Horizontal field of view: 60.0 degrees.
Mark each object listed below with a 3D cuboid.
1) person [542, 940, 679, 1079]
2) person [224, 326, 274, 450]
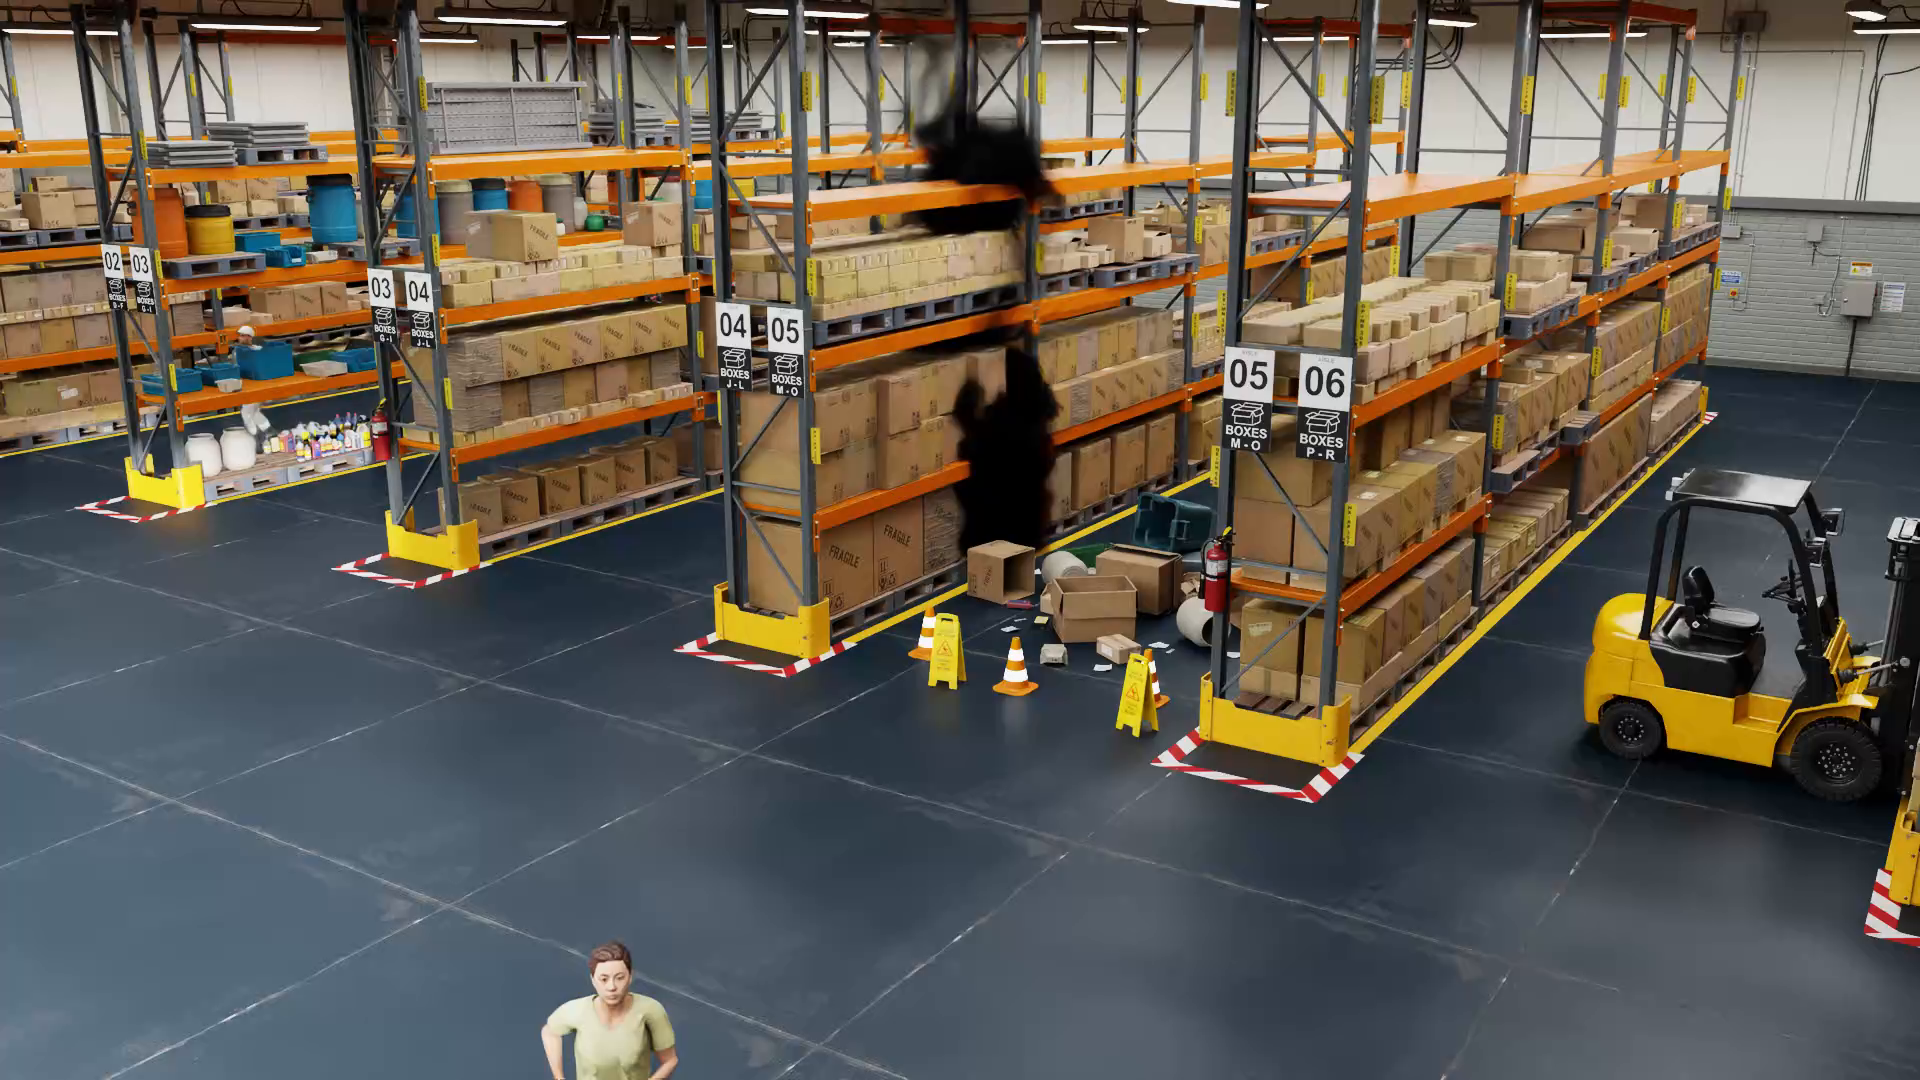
[{"bbox_3d":[-1.470,2.494,7.121,0.550,1.640,0.634,-5,16,-17],"label":"person"},{"bbox_3d":[-9.948,-2.094,23.355,0.632,1.832,0.765,8,18,28],"label":"person"}]
